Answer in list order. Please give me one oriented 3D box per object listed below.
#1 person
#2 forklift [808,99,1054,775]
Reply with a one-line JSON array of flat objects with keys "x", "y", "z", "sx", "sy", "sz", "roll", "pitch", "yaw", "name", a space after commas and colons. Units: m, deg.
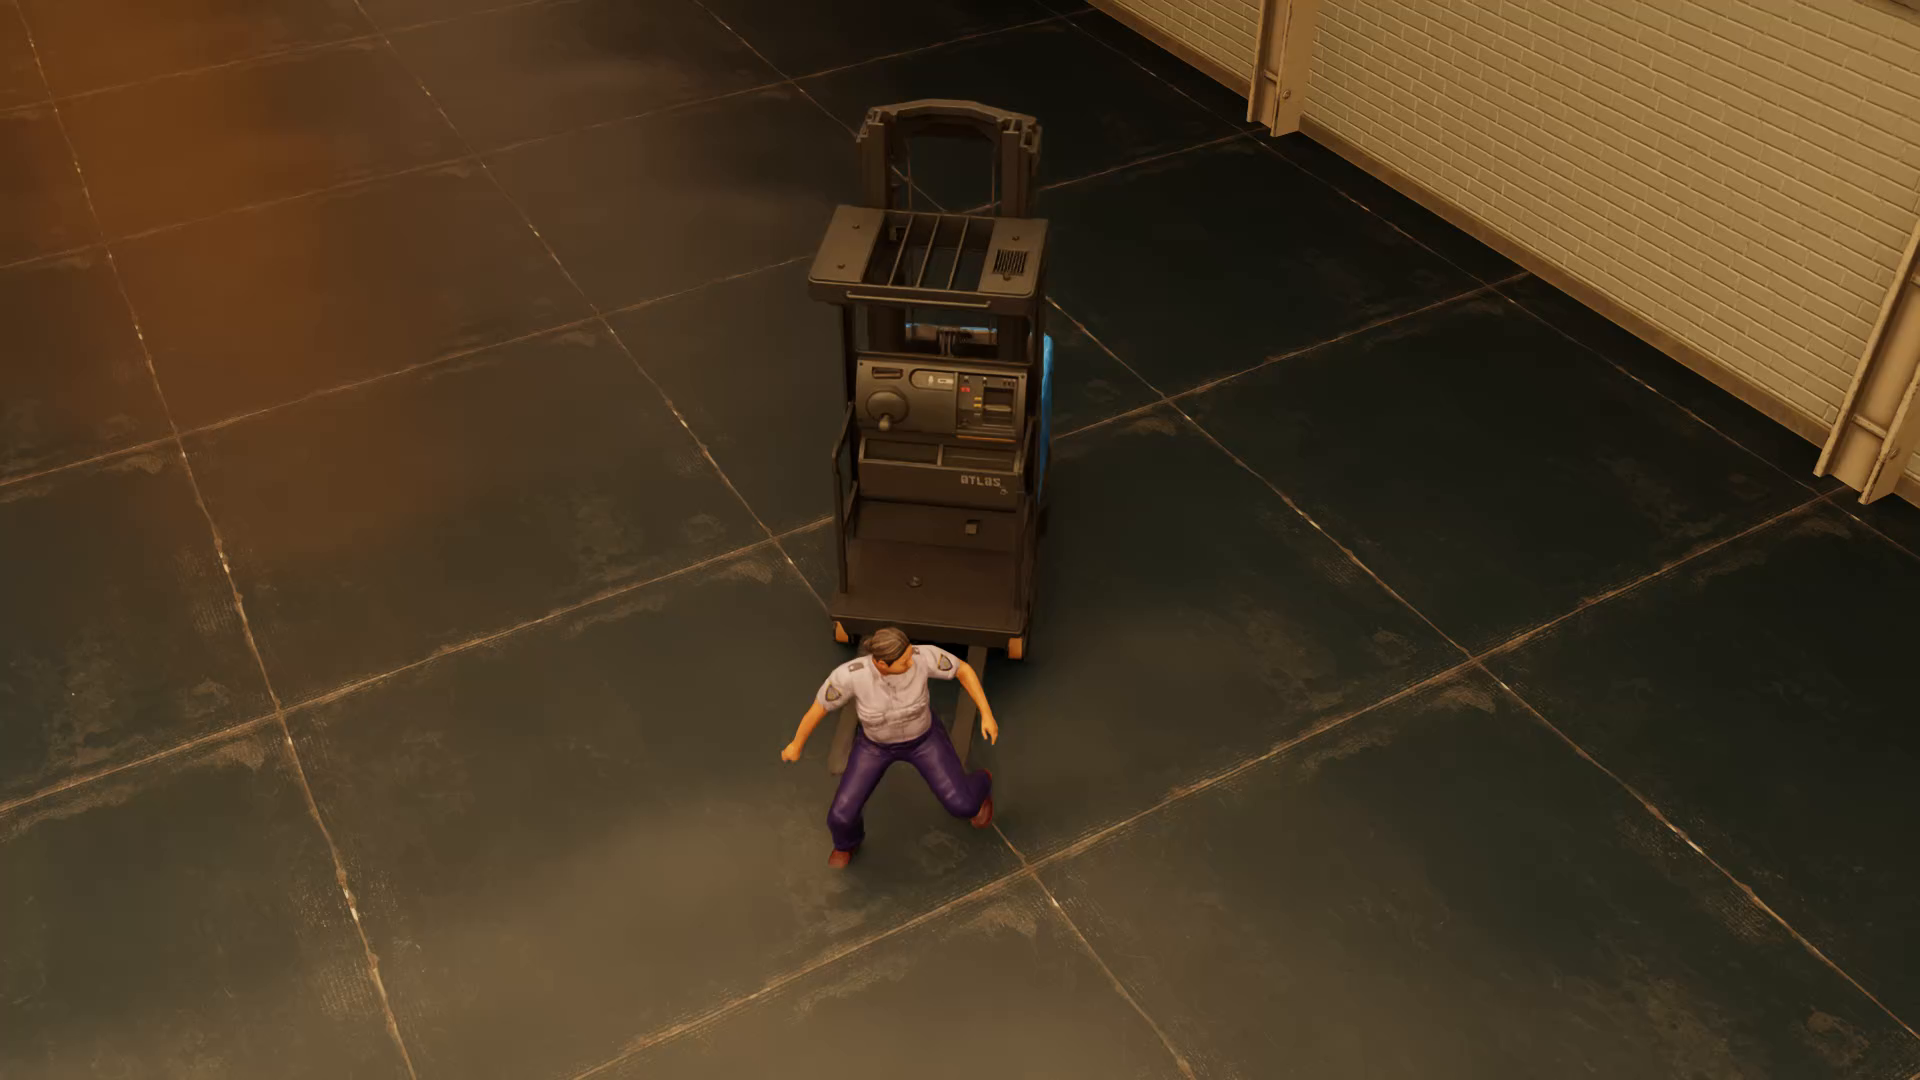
[{"x": -0.341, "y": 0.989, "z": 8.010, "sx": 1.045, "sy": 1.544, "sz": 0.485, "roll": -3, "pitch": 40, "yaw": -3, "name": "person"}, {"x": -0.131, "y": -0.686, "z": 8.864, "sx": 1.130, "sy": 2.935, "sz": 3.031, "roll": 5, "pitch": 40, "yaw": 6, "name": "forklift"}]
